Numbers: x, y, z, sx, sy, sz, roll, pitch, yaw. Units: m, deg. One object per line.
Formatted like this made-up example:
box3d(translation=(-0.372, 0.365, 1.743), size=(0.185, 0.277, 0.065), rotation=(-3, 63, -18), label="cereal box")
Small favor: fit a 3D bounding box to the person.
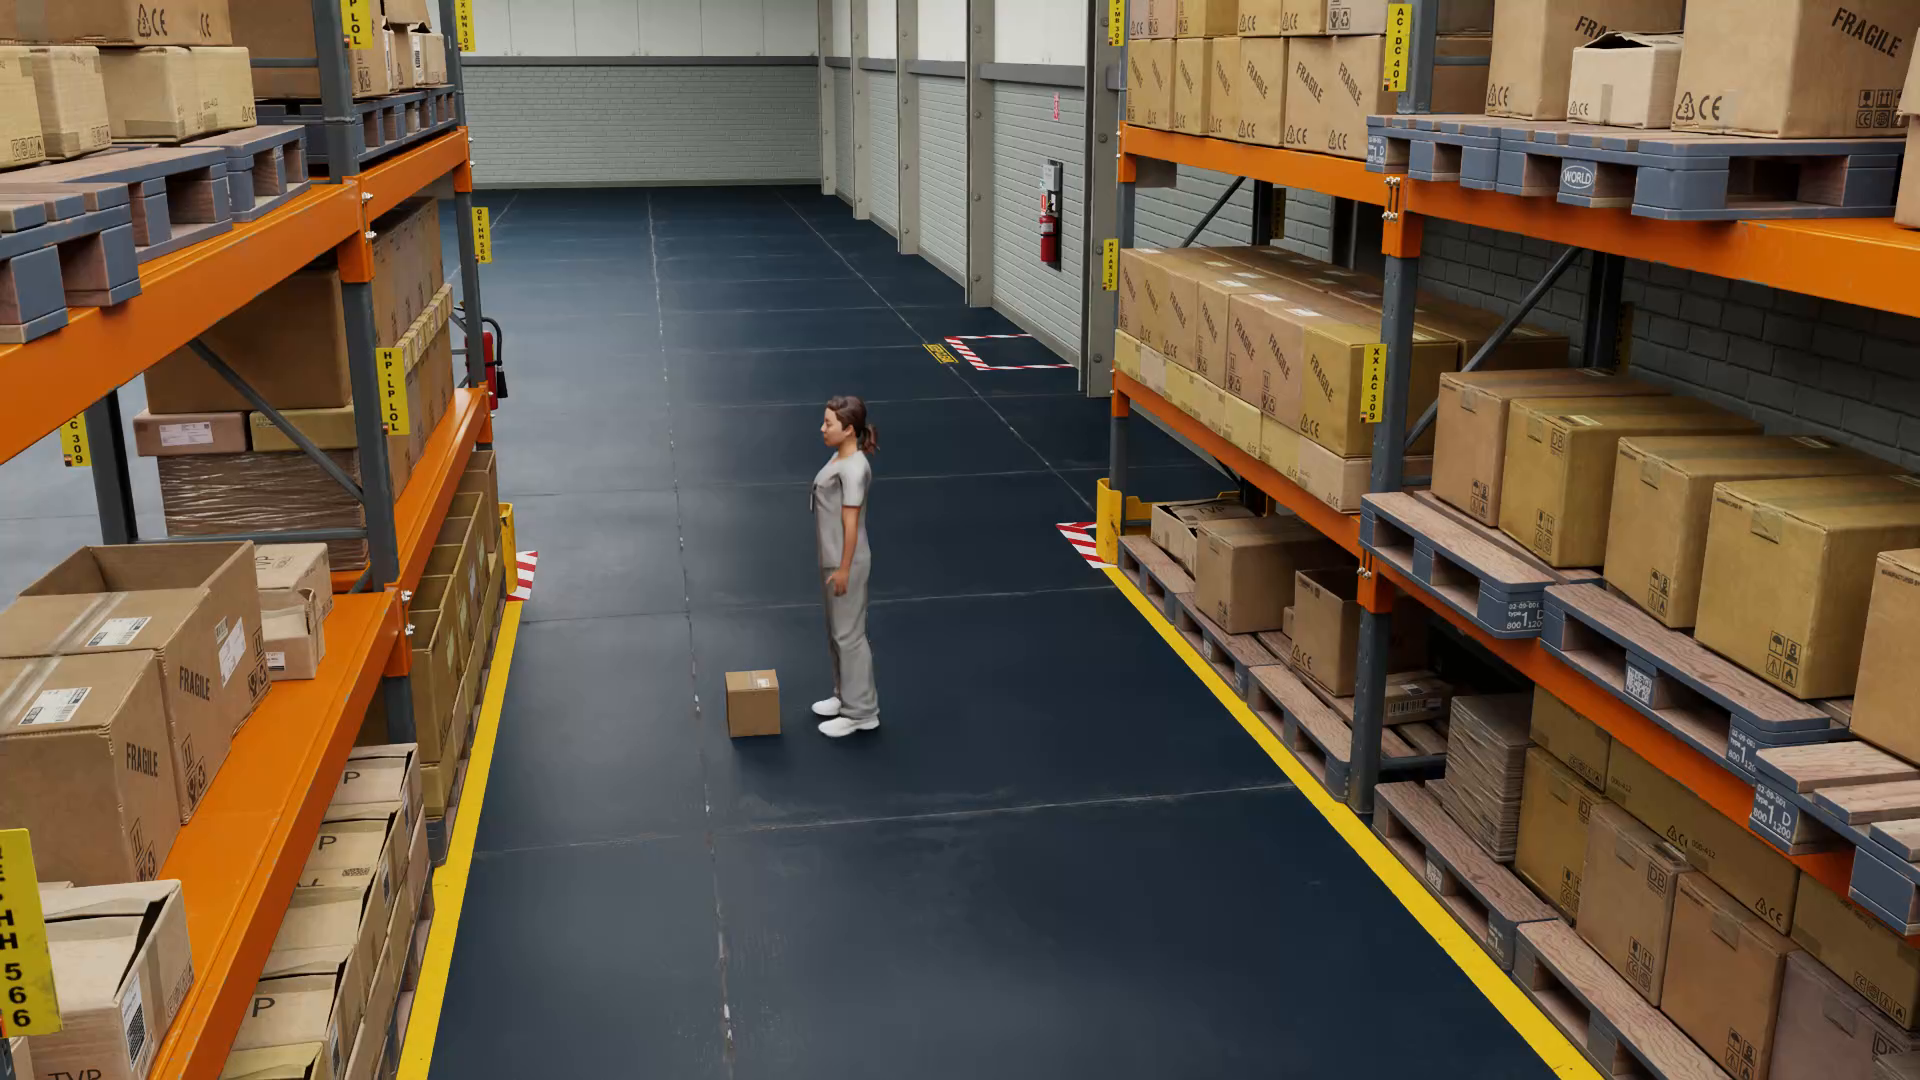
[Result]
box3d(translation=(-0.557, 0.127, 8.172), size=(0.360, 1.650, 0.442), rotation=(-3, 17, -9), label="person")
